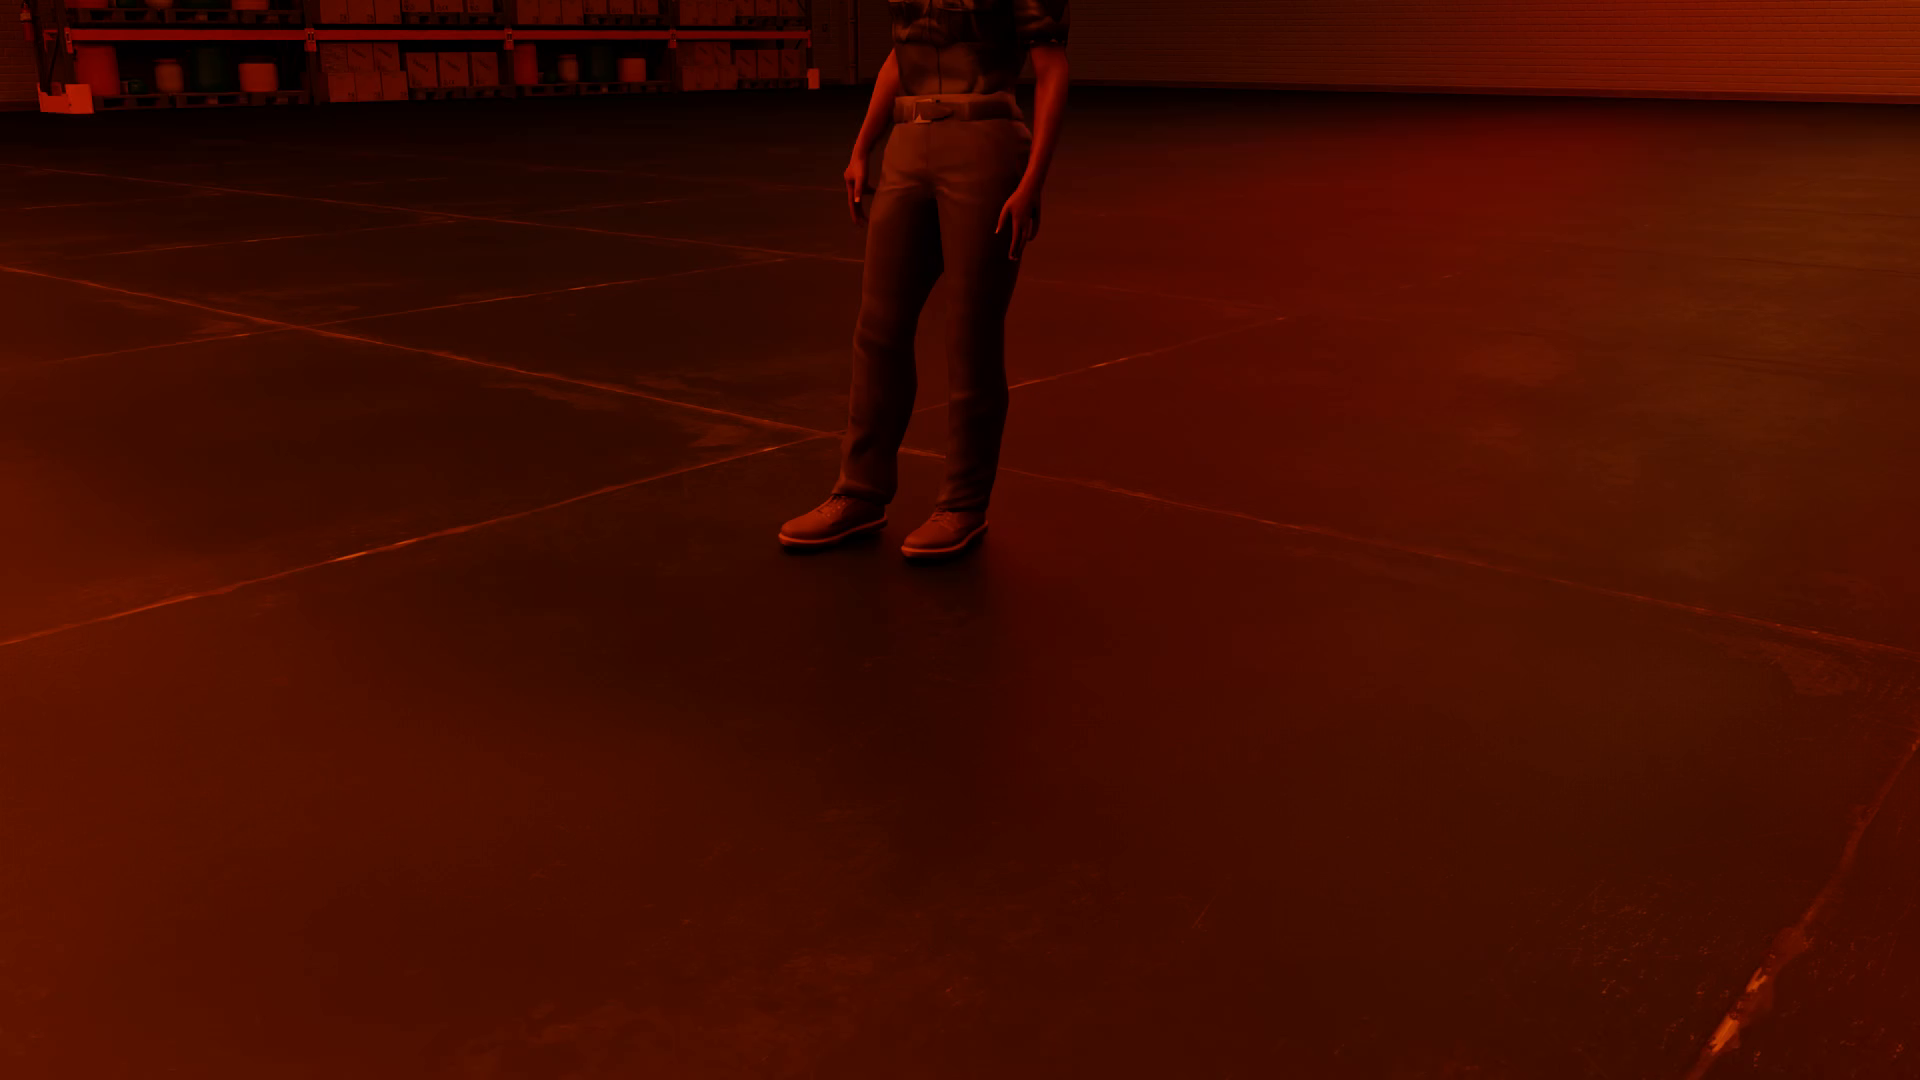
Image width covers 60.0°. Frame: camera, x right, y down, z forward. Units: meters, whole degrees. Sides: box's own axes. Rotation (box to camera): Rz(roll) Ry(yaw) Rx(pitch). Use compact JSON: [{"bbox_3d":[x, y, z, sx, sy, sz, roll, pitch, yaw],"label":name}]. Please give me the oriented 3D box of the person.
[{"bbox_3d":[-0.071,-0.782,3.647,0.569,1.654,0.504,13,21,37],"label":"person"}]
